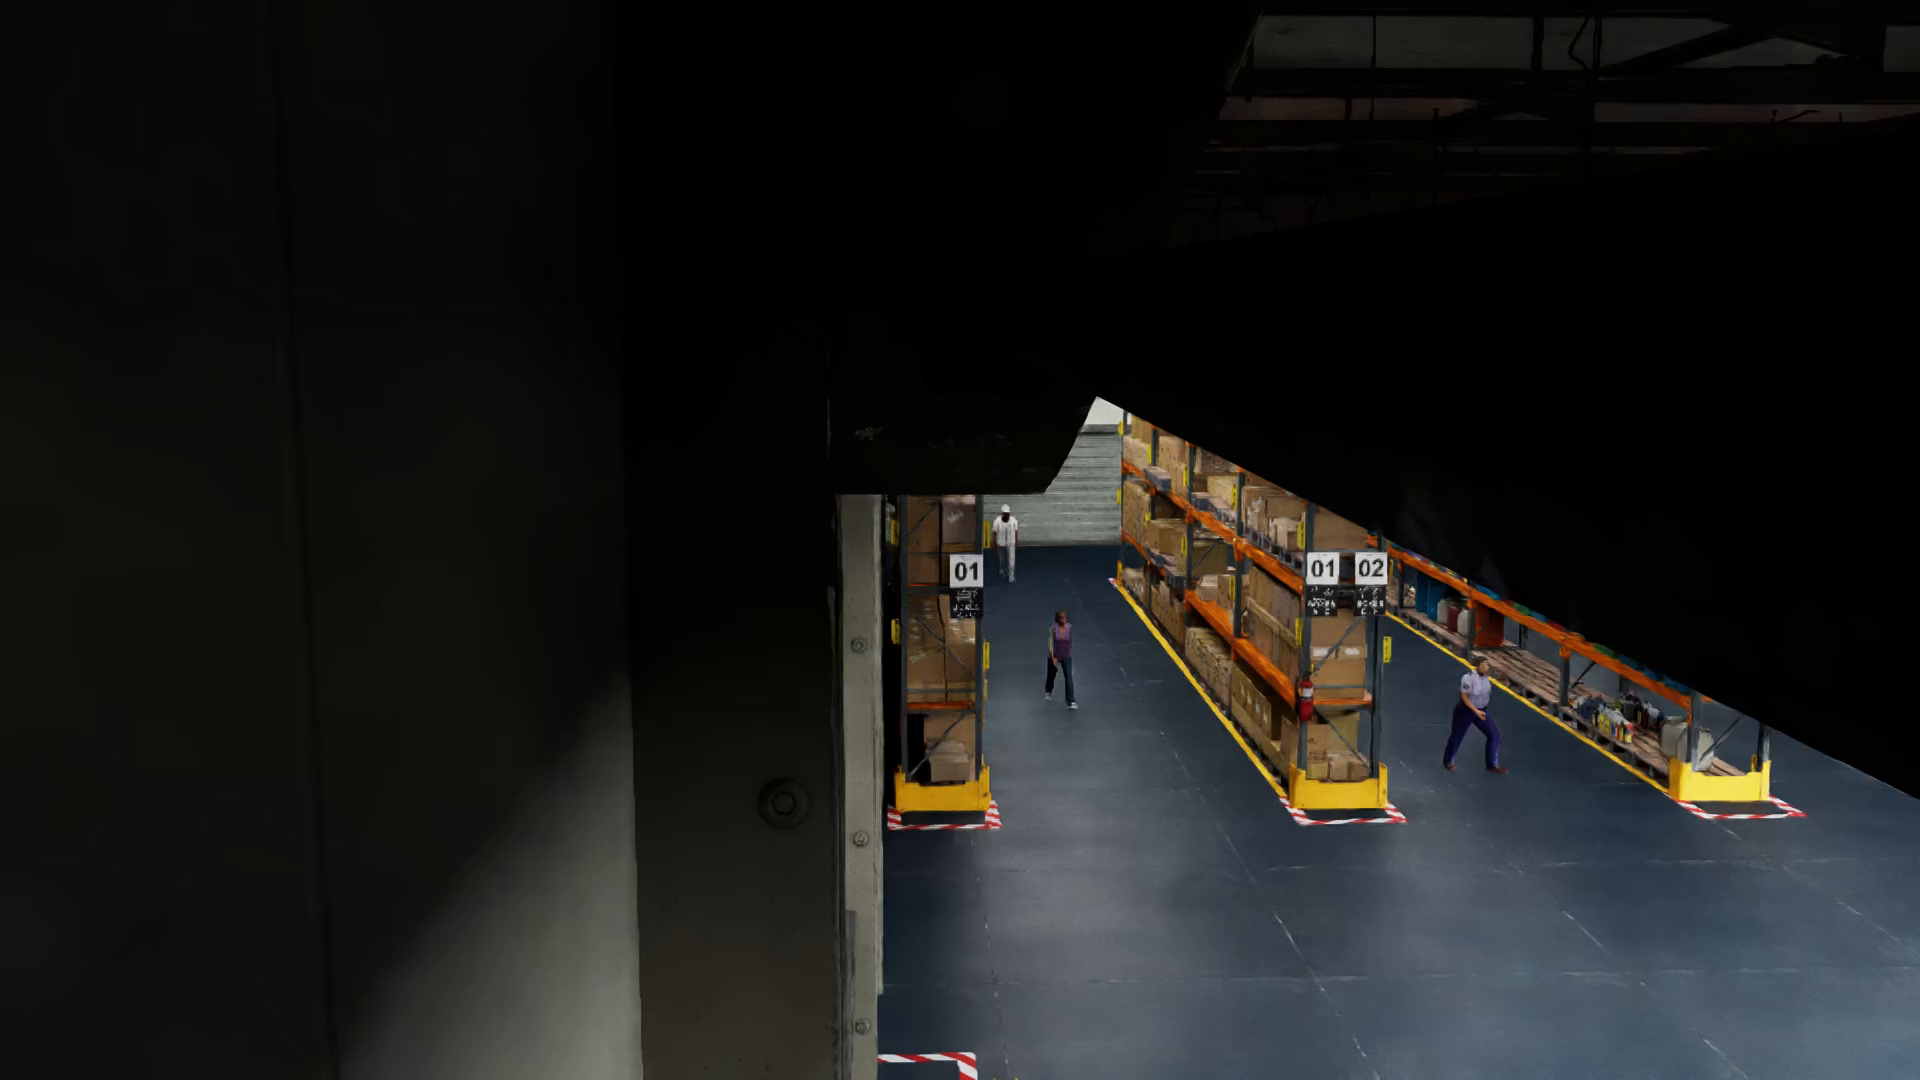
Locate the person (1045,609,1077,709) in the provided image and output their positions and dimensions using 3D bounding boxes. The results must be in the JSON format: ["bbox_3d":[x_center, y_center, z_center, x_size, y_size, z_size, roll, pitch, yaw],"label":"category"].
[{"bbox_3d":[1.535,1.796,25.637,0.440,1.516,1.016,-2,9,-12],"label":"person"}]

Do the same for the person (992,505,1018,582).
[{"bbox_3d":[1.002,0.049,36.895,0.577,1.691,1.117,0,8,0],"label":"person"}]

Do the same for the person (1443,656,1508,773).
[{"bbox_3d":[6.841,2.295,22.120,0.635,1.588,0.752,-4,9,-24],"label":"person"}]
